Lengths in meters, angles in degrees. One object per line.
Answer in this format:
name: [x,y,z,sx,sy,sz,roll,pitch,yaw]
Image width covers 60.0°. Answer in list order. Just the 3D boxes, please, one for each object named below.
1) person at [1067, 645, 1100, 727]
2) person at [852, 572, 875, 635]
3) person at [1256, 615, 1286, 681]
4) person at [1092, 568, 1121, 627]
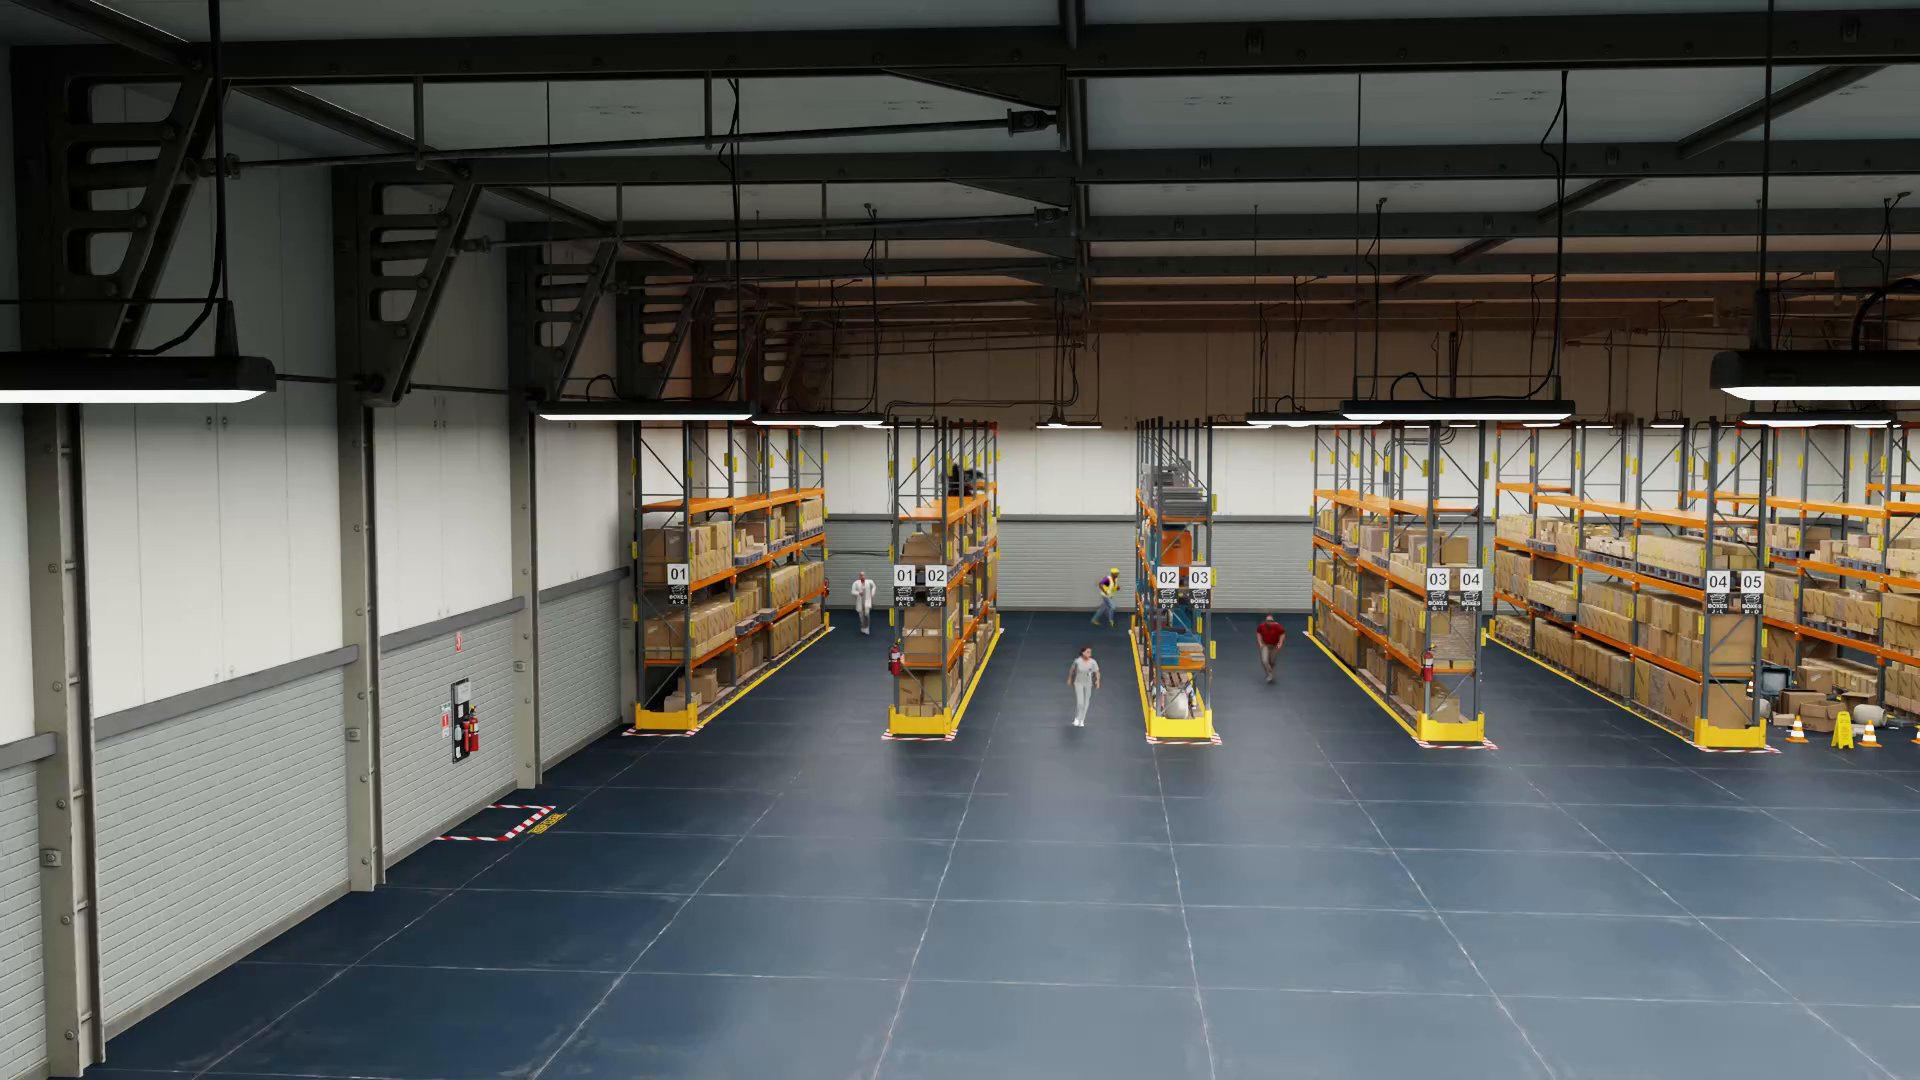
person: [2.402,2.815,31.960,0.554,1.615,0.750,-1,4,-10]
person: [-2.723,1.781,46.945,0.653,1.795,0.804,0,4,0]
person: [7.161,2.459,38.270,0.665,1.553,0.996,1,4,15]
person: [4.330,1.681,48.985,0.843,1.704,0.685,2,4,25]
